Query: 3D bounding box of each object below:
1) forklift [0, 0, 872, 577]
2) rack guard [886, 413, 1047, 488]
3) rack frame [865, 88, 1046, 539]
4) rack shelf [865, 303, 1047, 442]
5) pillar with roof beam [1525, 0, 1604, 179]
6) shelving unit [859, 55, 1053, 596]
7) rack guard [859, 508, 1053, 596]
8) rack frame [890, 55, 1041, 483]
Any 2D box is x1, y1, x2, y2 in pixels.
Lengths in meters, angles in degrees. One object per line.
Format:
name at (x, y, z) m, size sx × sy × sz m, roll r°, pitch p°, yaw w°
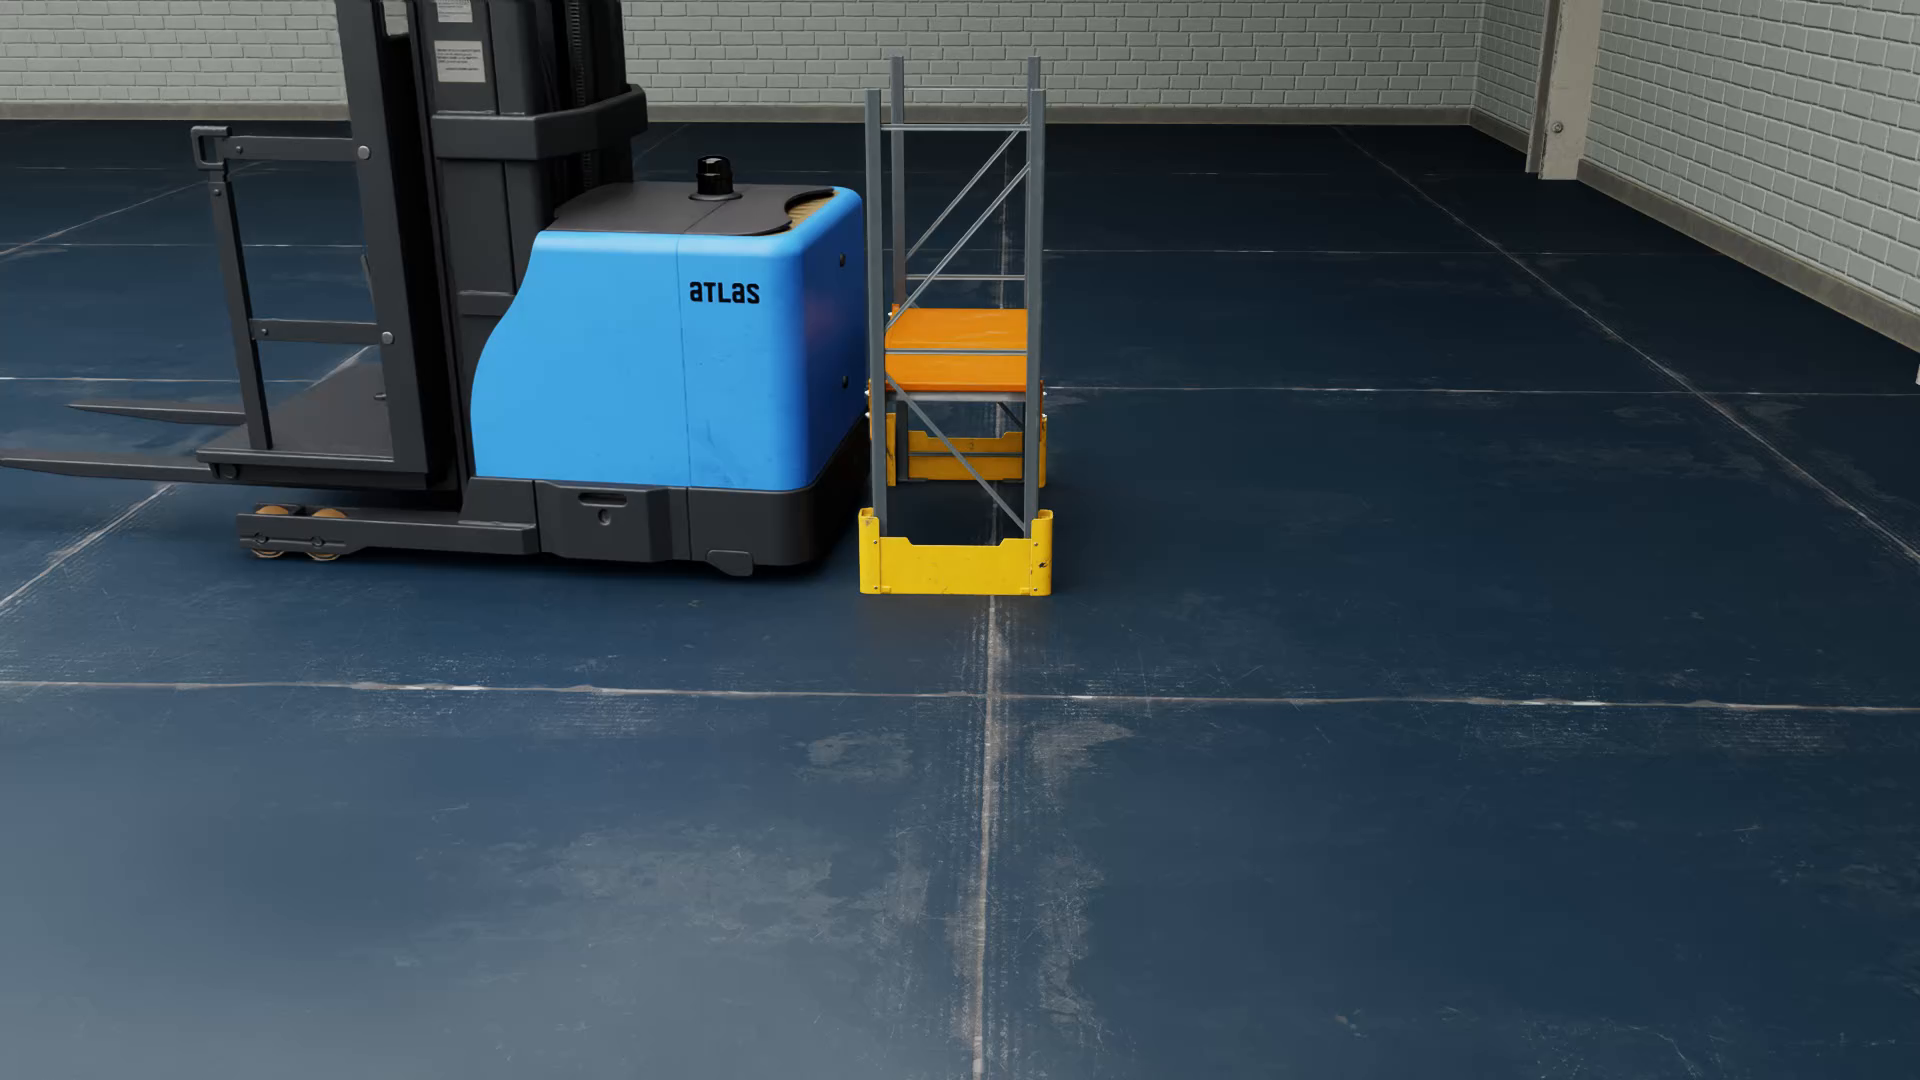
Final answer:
forklift at (-1.879, -1.482, 5.296) m, size 3.031 × 2.935 × 1.130 m, roll 3°, pitch 21°, yaw 8°
rack guard at (0.017, -0.324, 6.019) m, size 0.587 × 0.250 × 0.087 m, roll 1°, pitch 21°, yaw 2°
rack frame at (-0.013, -0.546, 4.863) m, size 0.500 × 1.500 × 0.032 m, roll 1°, pitch 21°, yaw 2°
rack shelf at (0.003, -0.562, 5.402) m, size 0.538 × 0.185 × 1.000 m, roll 1°, pitch 21°, yaw 2°
pillar with roof beam at (0.231, -7.033, 11.216) m, size 9.100 × 9.000 × 0.400 m, roll 1°, pitch 21°, yaw 2°
shelving unit at (0.002, -0.727, 5.329) m, size 0.587 × 1.500 × 1.083 m, roll 1°, pitch 21°, yaw 2°
rack guard at (-0.013, 0.036, 5.091) m, size 0.587 × 0.250 × 0.087 m, roll 1°, pitch 21°, yaw 2°
rack frame at (0.018, -0.914, 5.811) m, size 0.500 × 1.500 × 0.032 m, roll 1°, pitch 21°, yaw 2°
